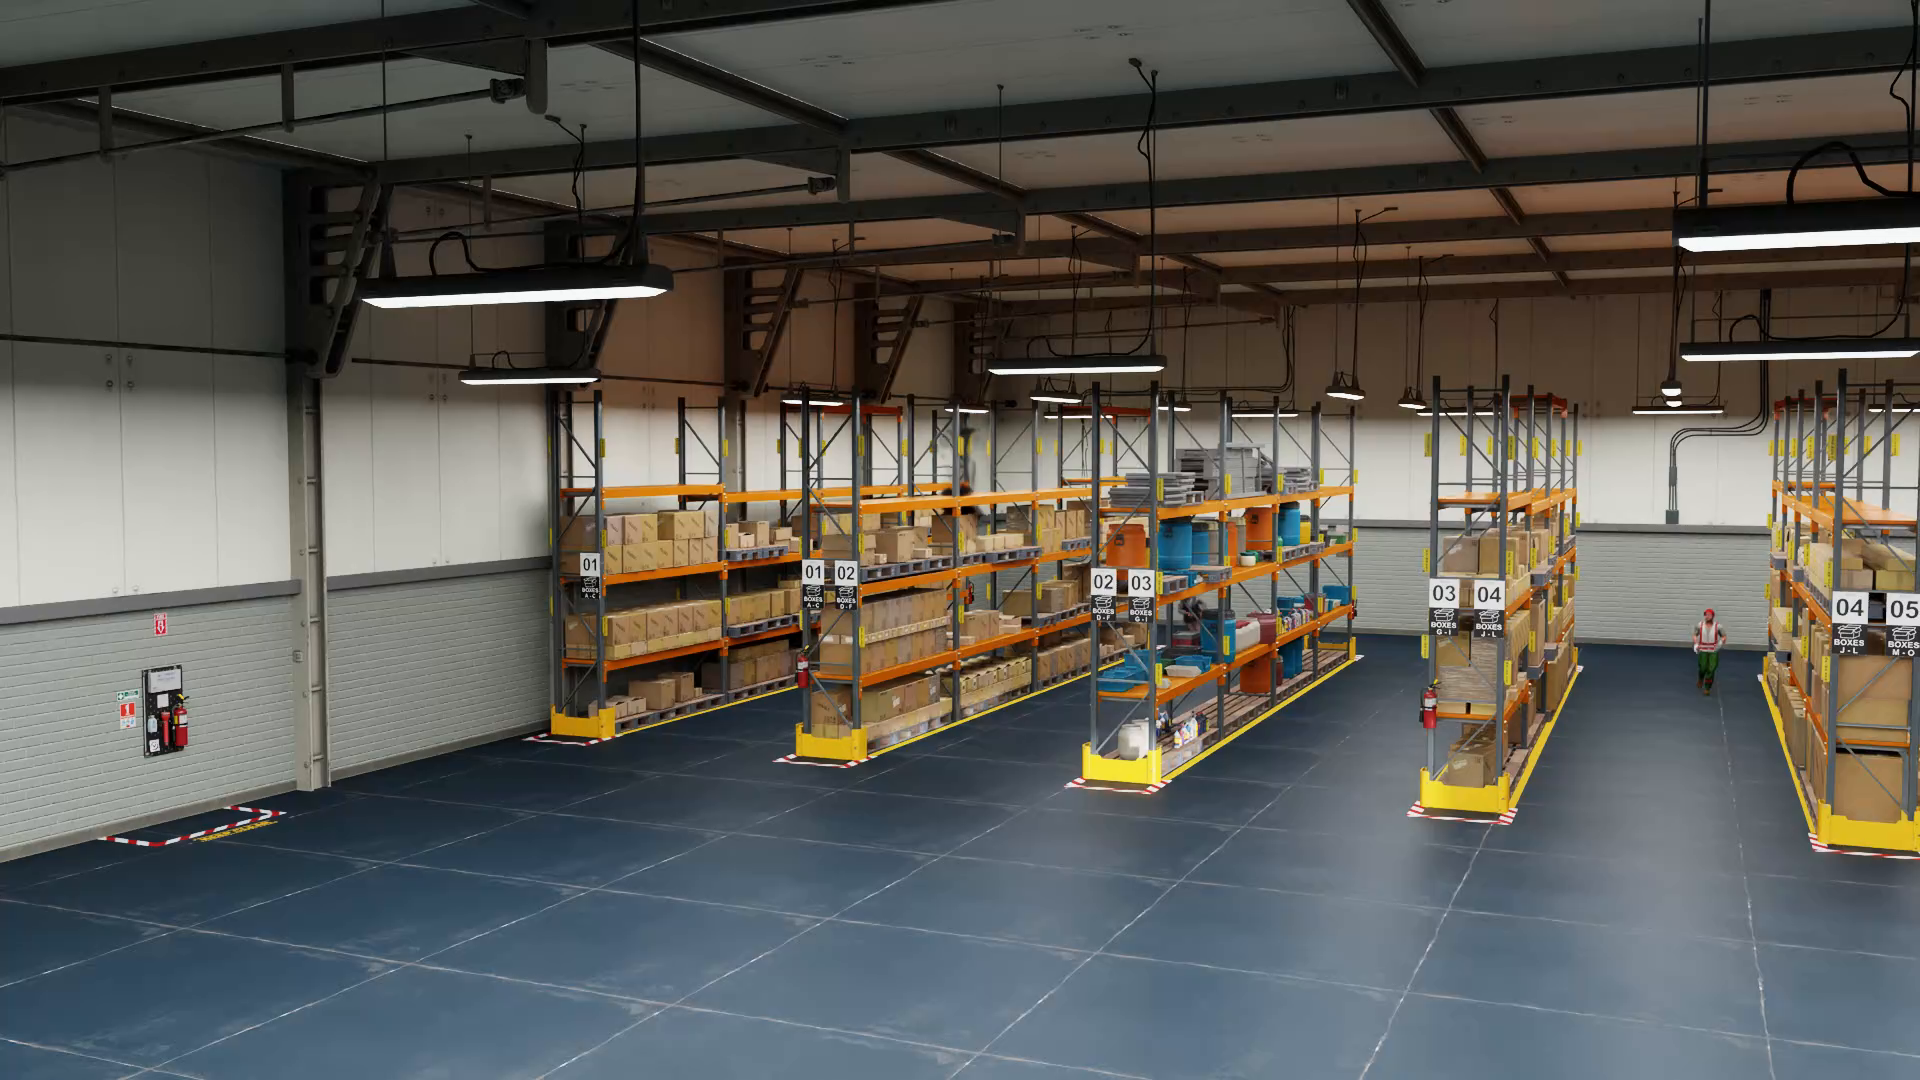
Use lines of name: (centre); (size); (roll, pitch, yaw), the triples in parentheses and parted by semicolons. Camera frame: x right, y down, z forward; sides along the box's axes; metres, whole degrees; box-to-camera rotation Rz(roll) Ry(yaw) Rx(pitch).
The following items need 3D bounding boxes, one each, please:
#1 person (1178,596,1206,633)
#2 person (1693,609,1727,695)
person: (5.594, 1.966, 39.921); (0.711, 1.686, 0.628); (1, 3, 19)
person: (15.212, 2.269, 33.749); (0.644, 1.752, 0.630); (2, 4, 27)
